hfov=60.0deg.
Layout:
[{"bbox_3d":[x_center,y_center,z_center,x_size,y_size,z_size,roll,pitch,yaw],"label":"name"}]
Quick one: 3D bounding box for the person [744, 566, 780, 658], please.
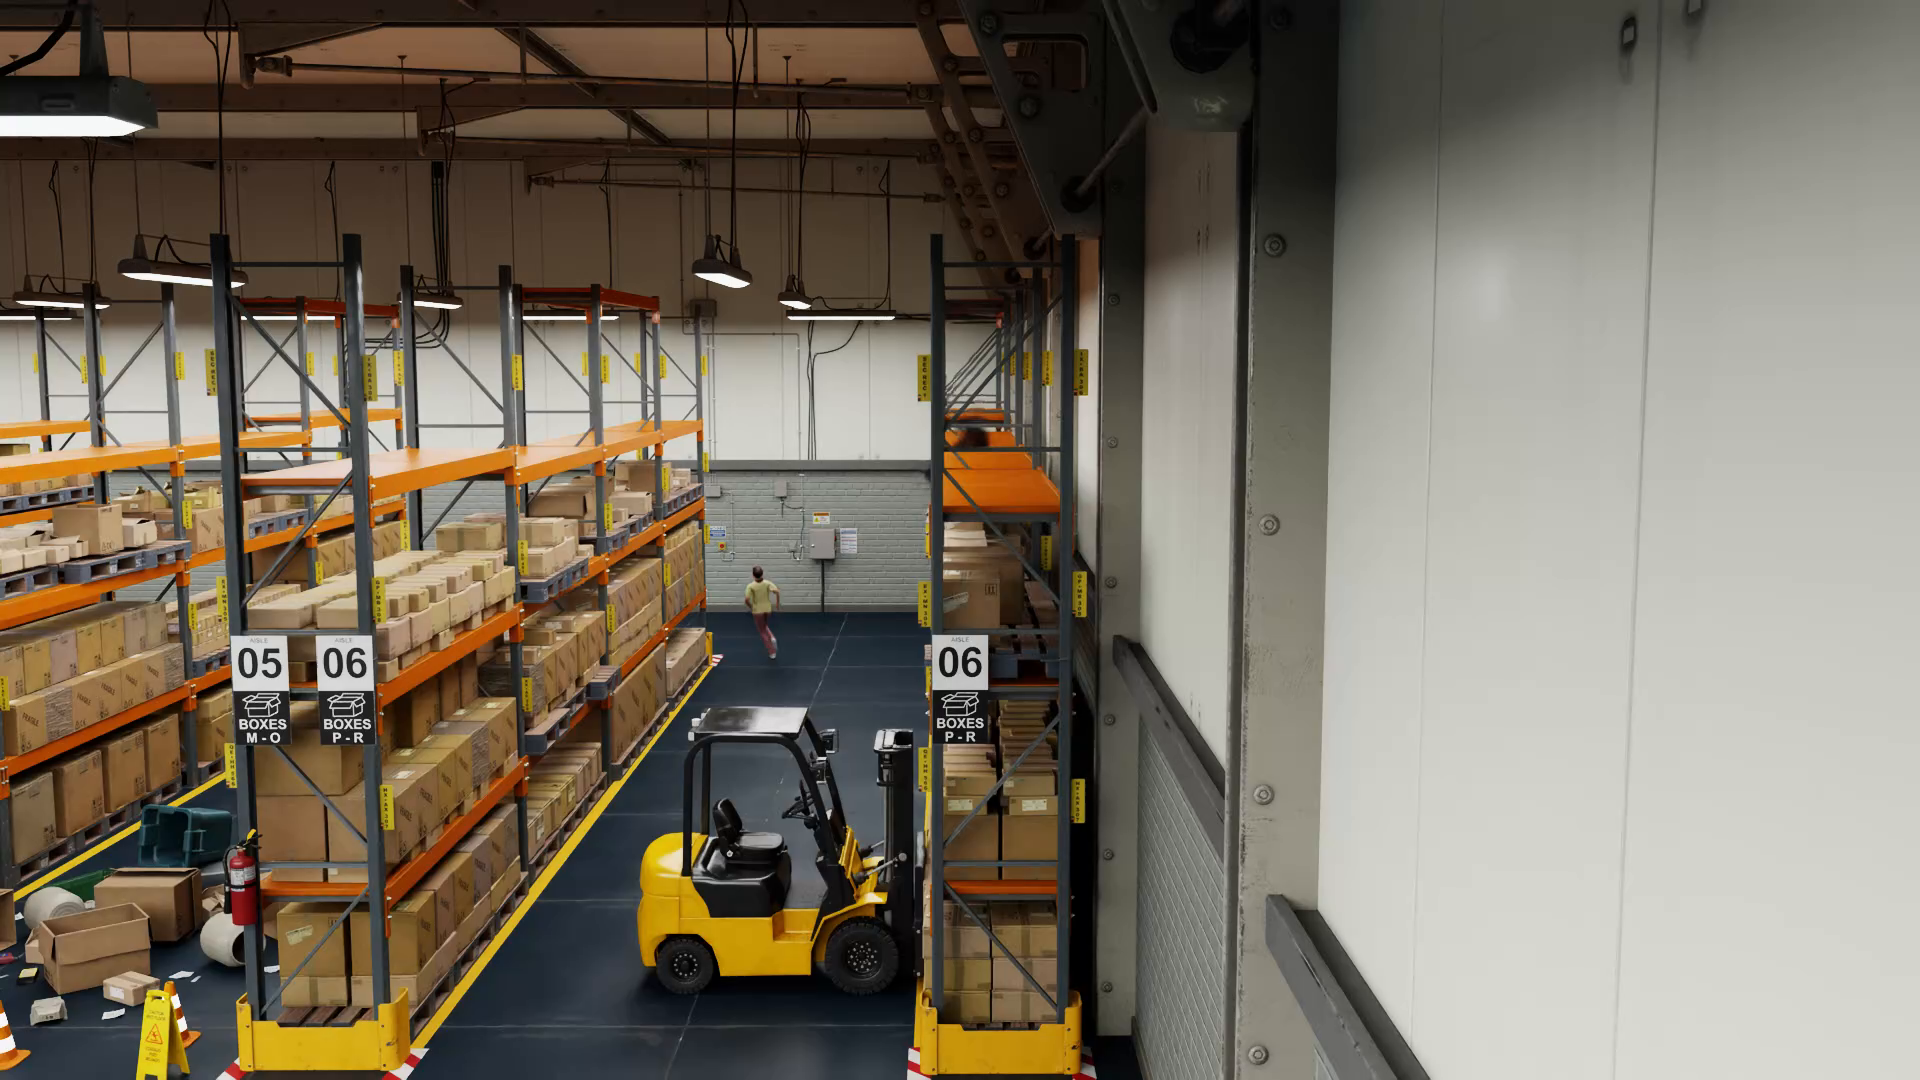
[{"bbox_3d":[-3.431,1.222,28.470,0.600,1.601,0.556,-4,7,-30],"label":"person"}]
